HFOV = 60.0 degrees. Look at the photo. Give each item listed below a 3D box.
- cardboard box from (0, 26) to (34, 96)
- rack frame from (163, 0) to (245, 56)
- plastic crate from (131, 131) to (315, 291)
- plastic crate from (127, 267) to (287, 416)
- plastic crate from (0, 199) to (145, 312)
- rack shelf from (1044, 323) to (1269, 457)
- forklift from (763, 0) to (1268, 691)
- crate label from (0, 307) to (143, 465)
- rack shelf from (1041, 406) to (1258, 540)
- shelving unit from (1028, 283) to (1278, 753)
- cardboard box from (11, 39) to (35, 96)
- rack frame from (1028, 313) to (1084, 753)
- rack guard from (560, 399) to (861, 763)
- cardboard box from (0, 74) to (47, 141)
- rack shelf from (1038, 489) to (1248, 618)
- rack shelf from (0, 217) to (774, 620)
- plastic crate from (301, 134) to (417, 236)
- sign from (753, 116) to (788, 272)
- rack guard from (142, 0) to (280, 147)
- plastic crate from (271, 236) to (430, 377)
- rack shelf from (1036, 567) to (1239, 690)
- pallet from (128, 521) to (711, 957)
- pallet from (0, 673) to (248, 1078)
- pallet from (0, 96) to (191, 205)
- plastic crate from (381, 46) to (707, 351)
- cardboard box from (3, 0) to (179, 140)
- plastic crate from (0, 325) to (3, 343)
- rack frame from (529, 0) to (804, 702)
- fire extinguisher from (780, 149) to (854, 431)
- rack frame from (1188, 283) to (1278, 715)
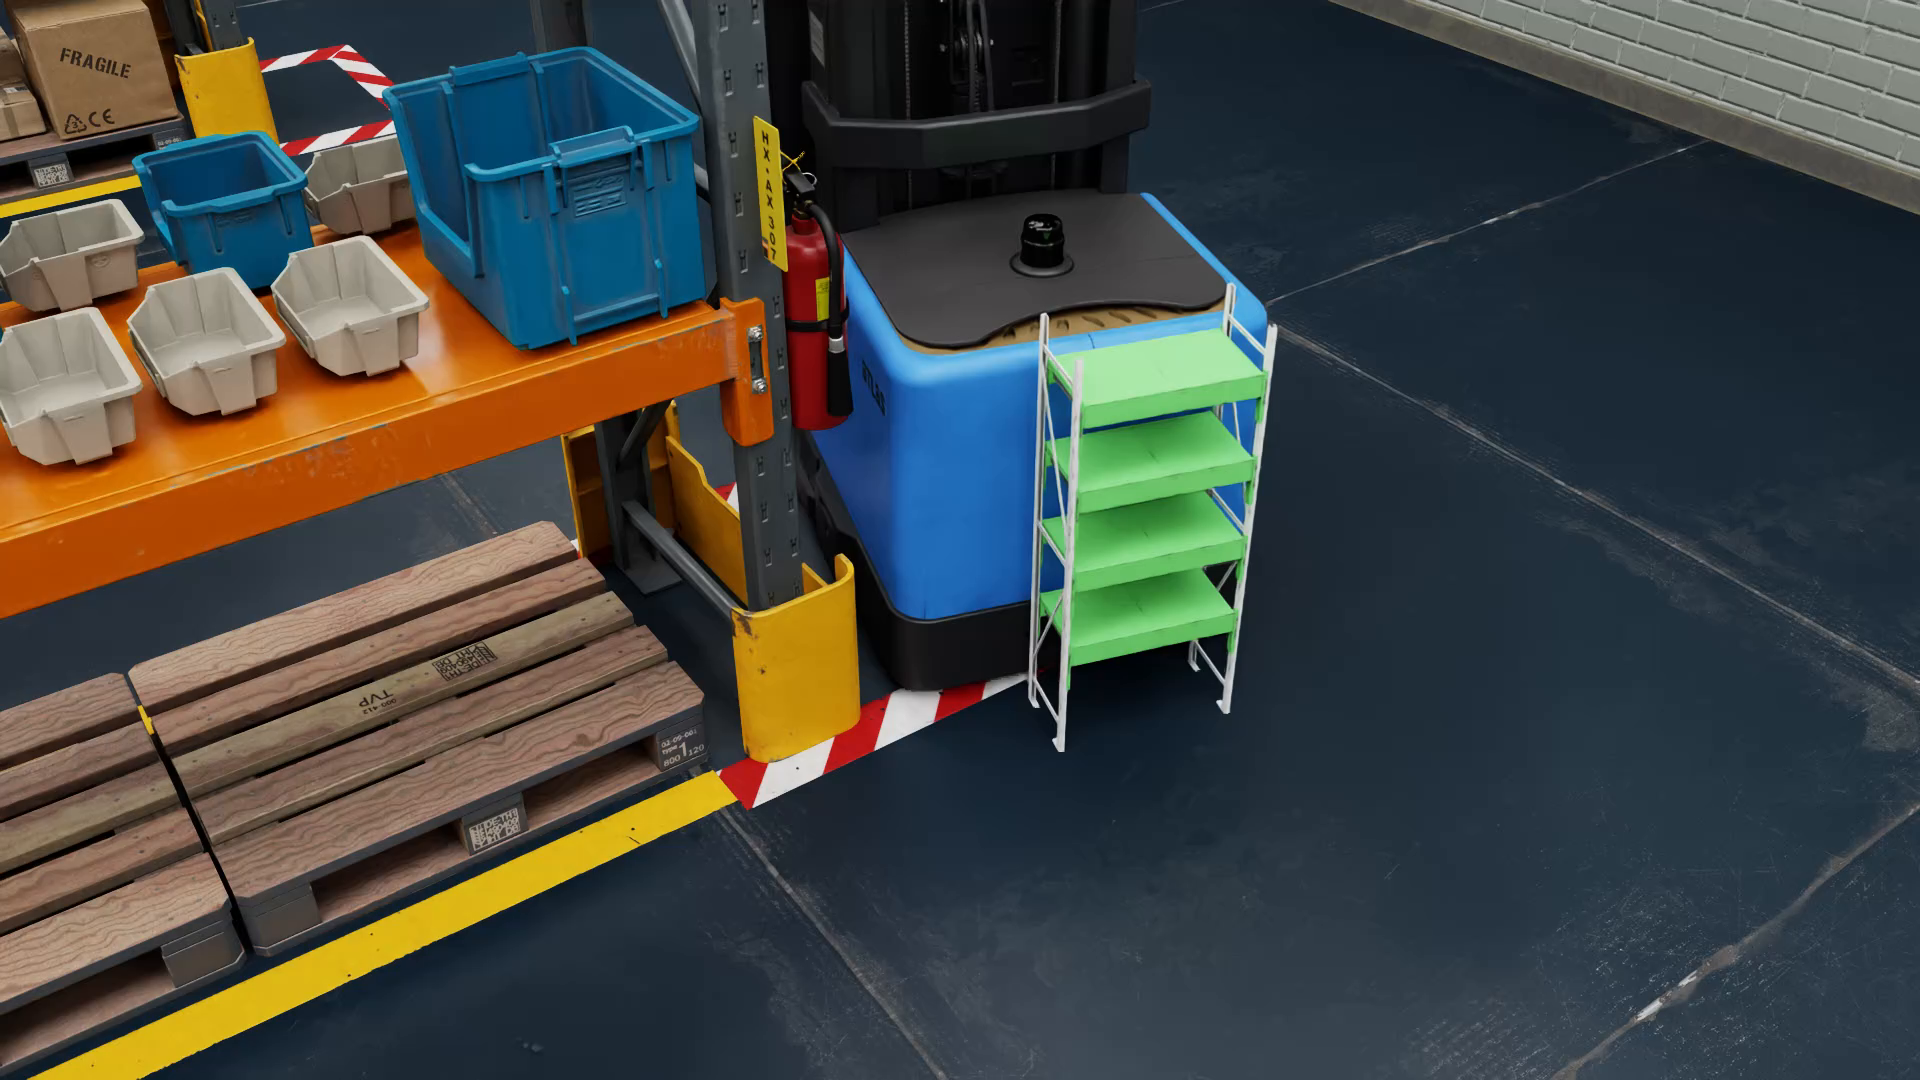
[{"bbox_3d":[-4.603,-2.143,7.639,0.500,0.250,0.500,-22,41,-28],"label":"cardboard box"},{"bbox_3d":[-3.587,-3.297,7.264,0.127,3.000,1.000,-22,41,-28],"label":"rack frame"},{"bbox_3d":[-1.666,-0.740,3.802,0.300,0.233,0.416,-22,41,-28],"label":"plastic crate"},{"bbox_3d":[-1.544,-0.397,3.408,0.243,0.136,0.396,-22,41,-28],"label":"plastic crate"},{"bbox_3d":[-1.992,-0.626,3.726,0.298,0.136,0.250,-22,41,-28],"label":"plastic crate"},{"bbox_3d":[0.466,-0.366,4.019,0.480,0.148,0.258,-11,37,-15],"label":"rack shelf"},{"bbox_3d":[-0.131,-1.636,5.015,1.130,2.935,3.031,-11,37,-15],"label":"forklift"},{"bbox_3d":[-1.757,-0.292,3.261,0.243,0.136,0.396,-22,41,-28],"label":"crate label"},{"bbox_3d":[0.466,-0.171,4.159,0.480,0.148,0.258,-11,37,-15],"label":"rack shelf"},{"bbox_3d":[0.466,-0.028,4.262,0.503,1.200,0.258,-11,37,-15],"label":"shelving unit"},{"bbox_3d":[-4.331,-2.264,7.879,0.250,0.166,0.380,-22,41,-28],"label":"cardboard box"},{"bbox_3d":[0.235,0.017,4.199,0.015,1.200,0.240,-11,37,-15],"label":"rack frame"},{"bbox_3d":[-0.724,0.069,4.725,0.348,0.500,1.175,-22,41,-28],"label":"rack guard"},{"bbox_3d":[-4.272,-1.931,7.416,0.250,0.166,0.380,-22,41,-28],"label":"cardboard box"},{"bbox_3d":[0.466,0.023,4.299,0.480,0.148,0.258,-11,37,-15],"label":"rack shelf"},{"bbox_3d":[-2.371,0.034,3.250,4.000,0.370,1.077,-22,41,-28],"label":"rack shelf"},{"bbox_3d":[-1.438,-0.854,4.043,0.298,0.136,0.250,-22,41,-28],"label":"plastic crate"},{"bbox_3d":[-0.406,-0.740,3.571,0.005,0.325,0.100,-22,41,-28],"label":"sign"},{"bbox_3d":[-3.649,-2.256,7.959,0.348,0.500,1.175,-22,41,-28],"label":"rack guard"},{"bbox_3d":[-1.299,-0.488,3.534,0.243,0.136,0.396,-22,41,-28],"label":"plastic crate"},{"bbox_3d":[0.466,0.218,4.439,0.480,0.148,0.258,-11,37,-15],"label":"rack shelf"},{"bbox_3d":[-1.433,0.460,4.430,1.213,0.211,1.003,-22,41,-28],"label":"pallet"},{"bbox_3d":[-2.429,0.868,3.863,1.213,0.211,1.003,-22,41,-28],"label":"pallet"},{"bbox_3d":[-4.300,-1.870,7.670,1.213,0.211,1.003,-22,41,-28],"label":"pallet"},{"bbox_3d":[-0.902,-0.768,3.667,0.499,0.435,0.616,-22,41,-28],"label":"plastic crate"},{"bbox_3d":[-3.889,-2.160,7.448,0.500,0.500,0.500,-22,41,-28],"label":"cardboard box"},{"bbox_3d":[-2.204,-0.519,3.494,0.300,0.233,0.416,-22,41,-28],"label":"plastic crate"},{"bbox_3d":[-0.736,-0.931,3.976,0.127,3.000,1.000,-22,41,-28],"label":"rack frame"},{"bbox_3d":[-0.351,-0.582,3.876,0.183,0.674,0.296,-22,41,-28],"label":"fire extinguisher"},{"bbox_3d":[0.698,-0.074,4.325,0.015,1.200,0.240,-11,37,-15],"label":"rack frame"}]
